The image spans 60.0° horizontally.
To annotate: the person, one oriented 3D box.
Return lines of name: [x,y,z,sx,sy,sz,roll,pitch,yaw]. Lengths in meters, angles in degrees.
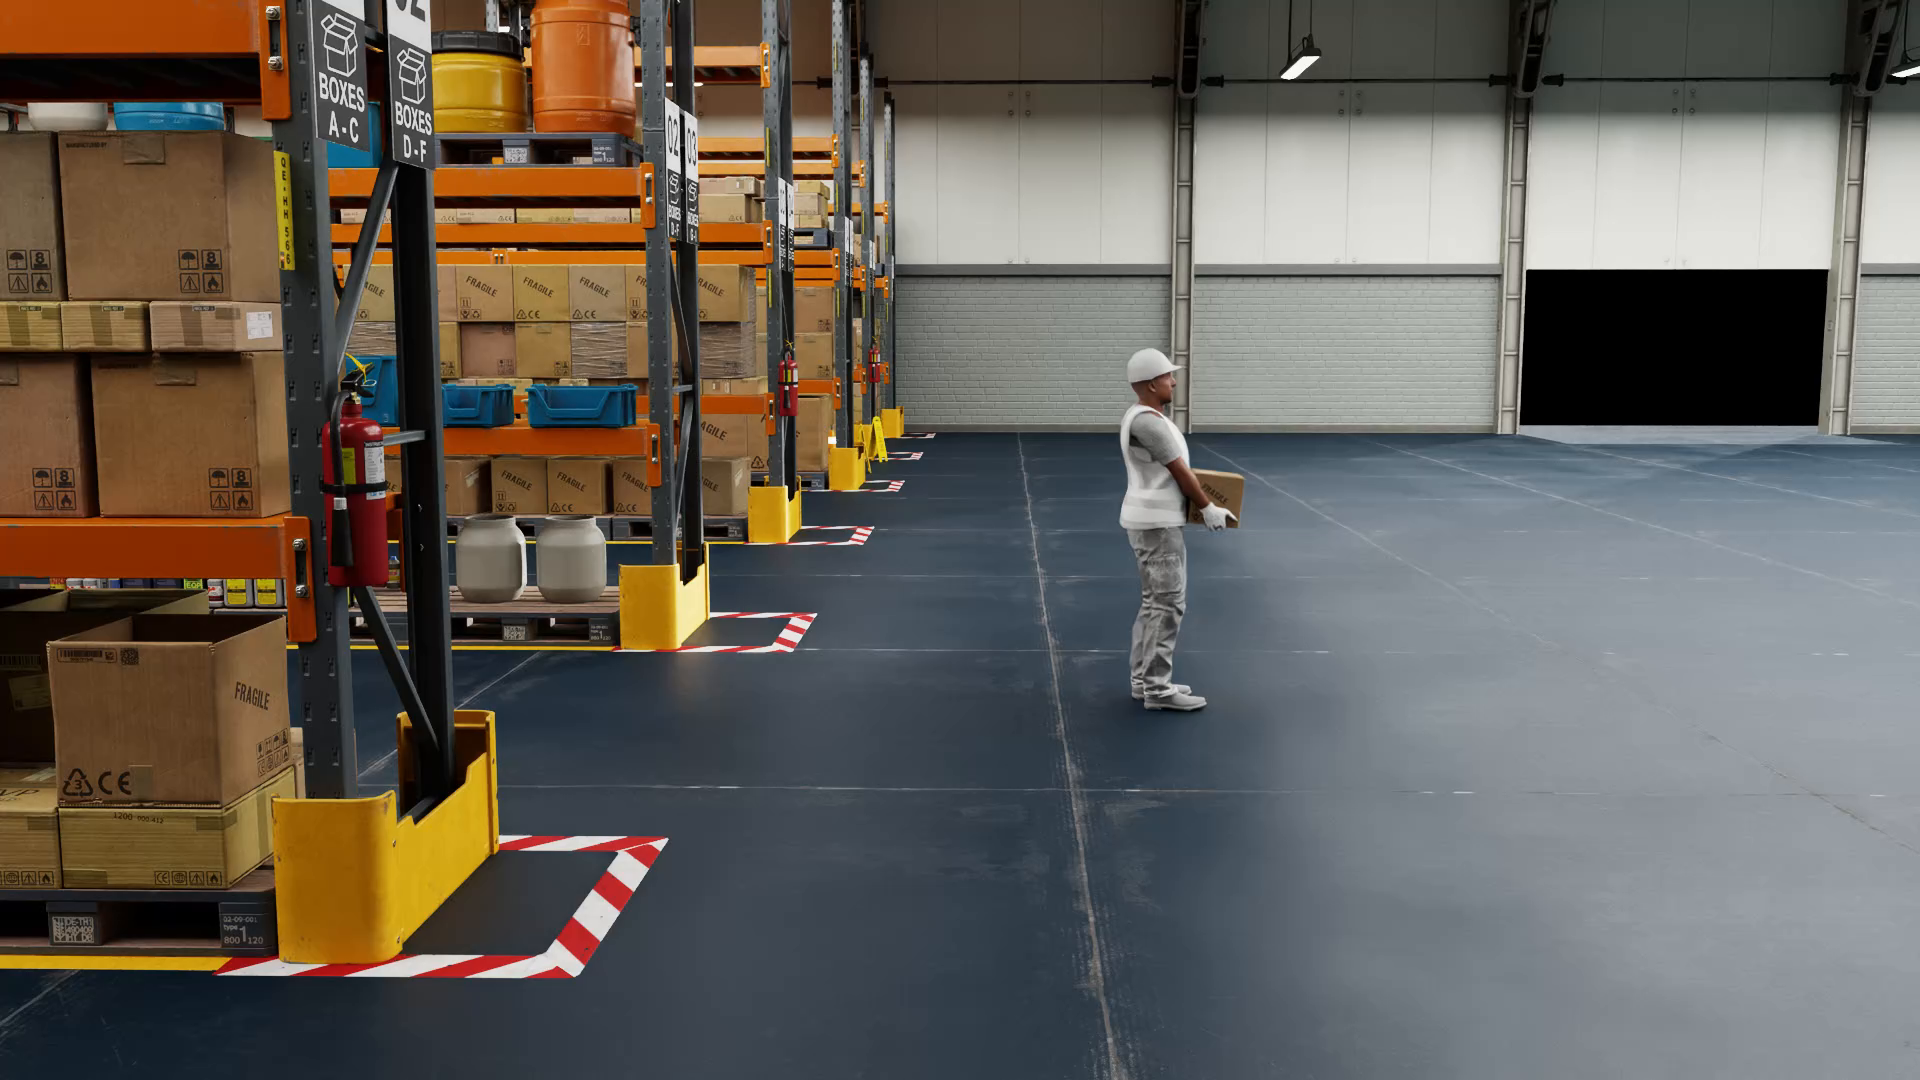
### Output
person: [1.077,-0.058,8.291,0.569,1.779,0.488,0,7,2]
